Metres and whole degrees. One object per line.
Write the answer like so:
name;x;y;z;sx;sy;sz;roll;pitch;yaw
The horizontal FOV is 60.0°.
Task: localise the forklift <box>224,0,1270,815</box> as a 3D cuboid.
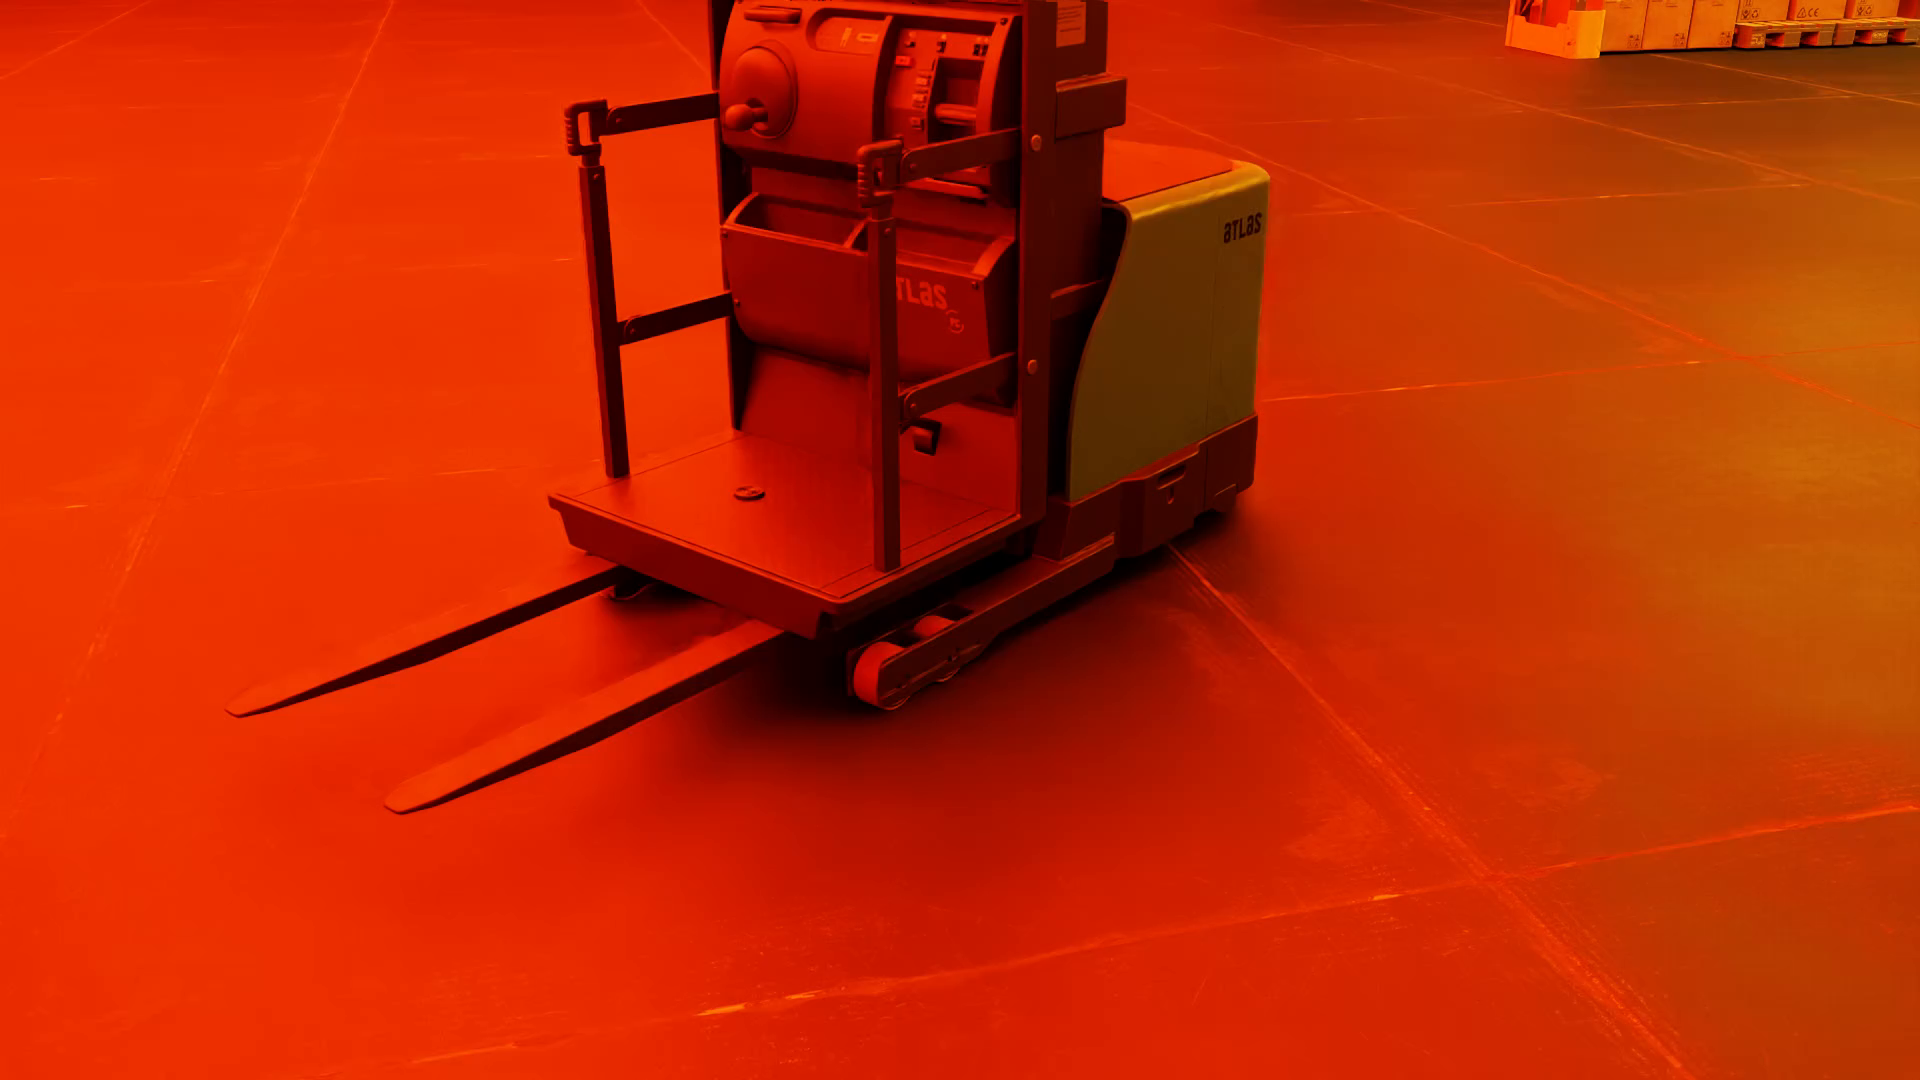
forklift;-0.387;-1.152;4.017;1.130;2.935;3.031;18;29;36
